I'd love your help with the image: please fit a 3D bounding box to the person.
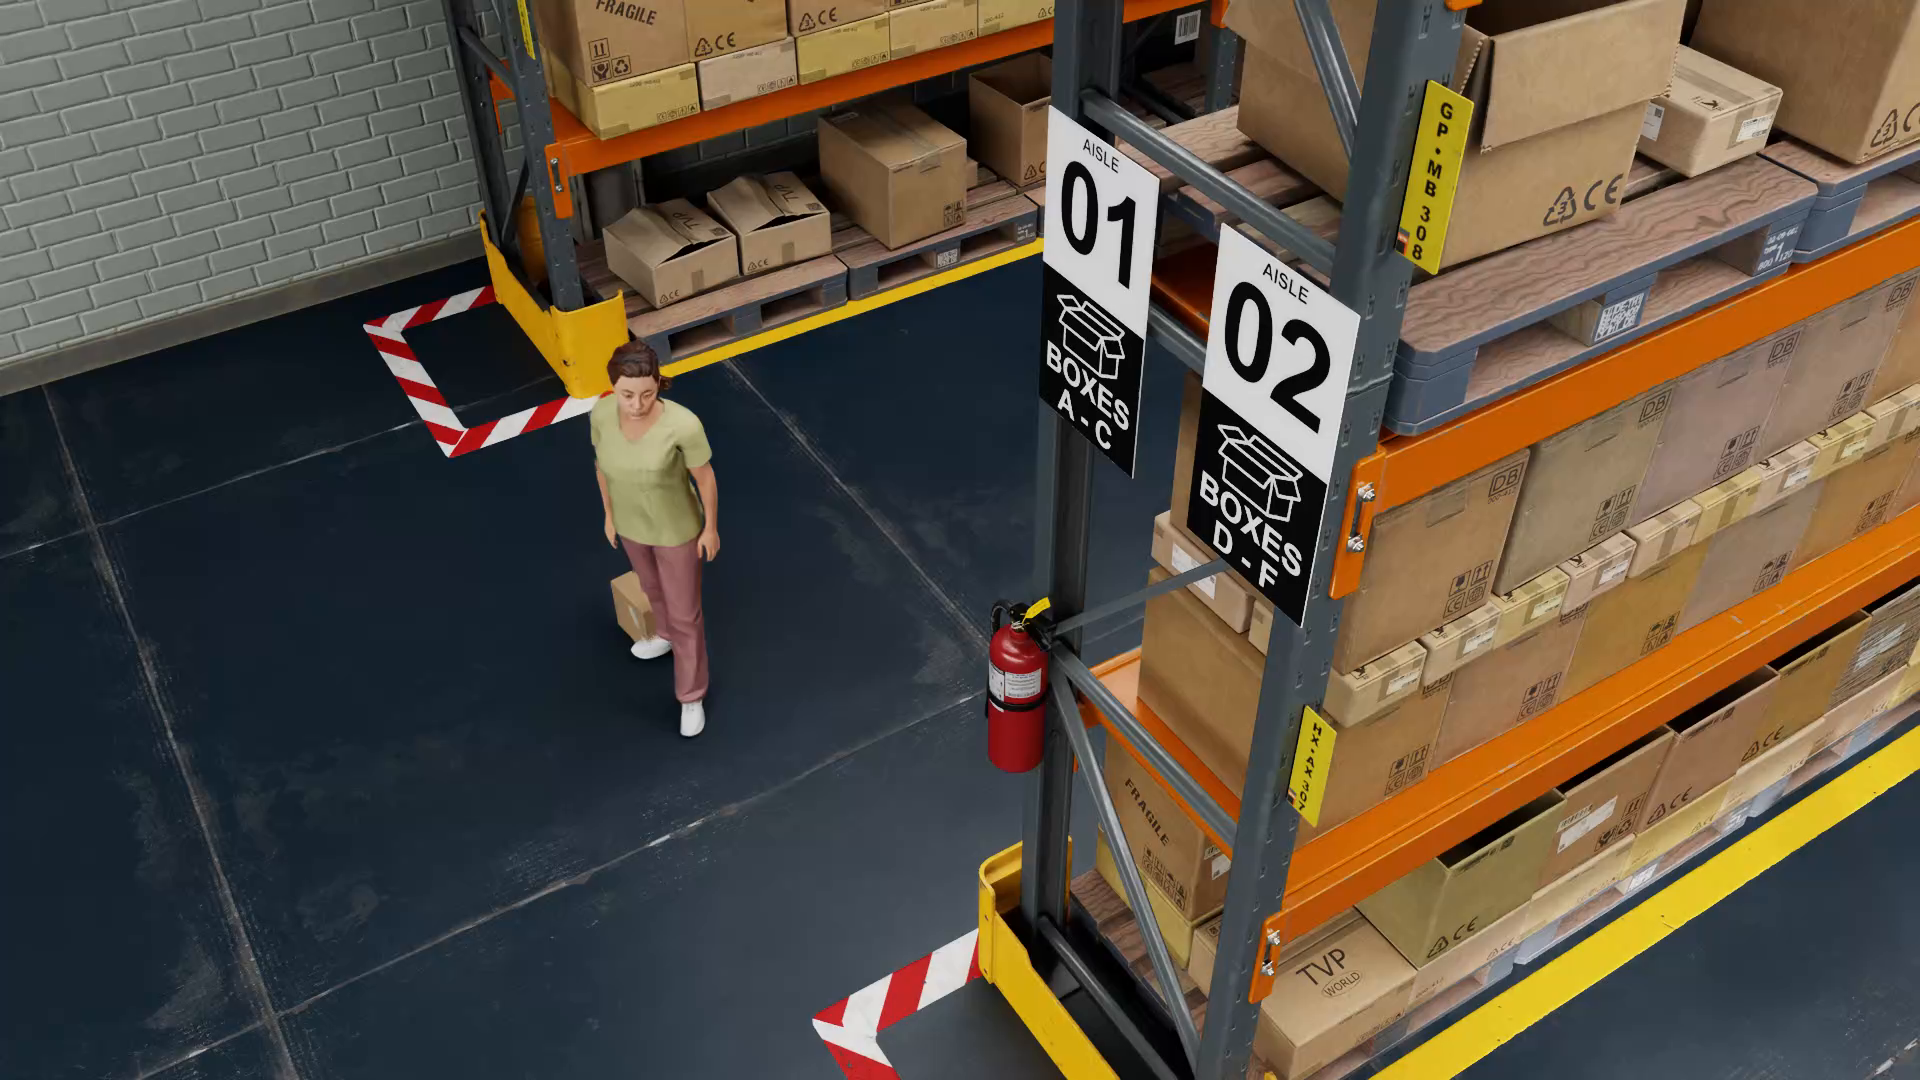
[{"bbox_3d":[-1.140,-0.053,6.217,0.493,1.670,0.559,13,43,15],"label":"person"}]
